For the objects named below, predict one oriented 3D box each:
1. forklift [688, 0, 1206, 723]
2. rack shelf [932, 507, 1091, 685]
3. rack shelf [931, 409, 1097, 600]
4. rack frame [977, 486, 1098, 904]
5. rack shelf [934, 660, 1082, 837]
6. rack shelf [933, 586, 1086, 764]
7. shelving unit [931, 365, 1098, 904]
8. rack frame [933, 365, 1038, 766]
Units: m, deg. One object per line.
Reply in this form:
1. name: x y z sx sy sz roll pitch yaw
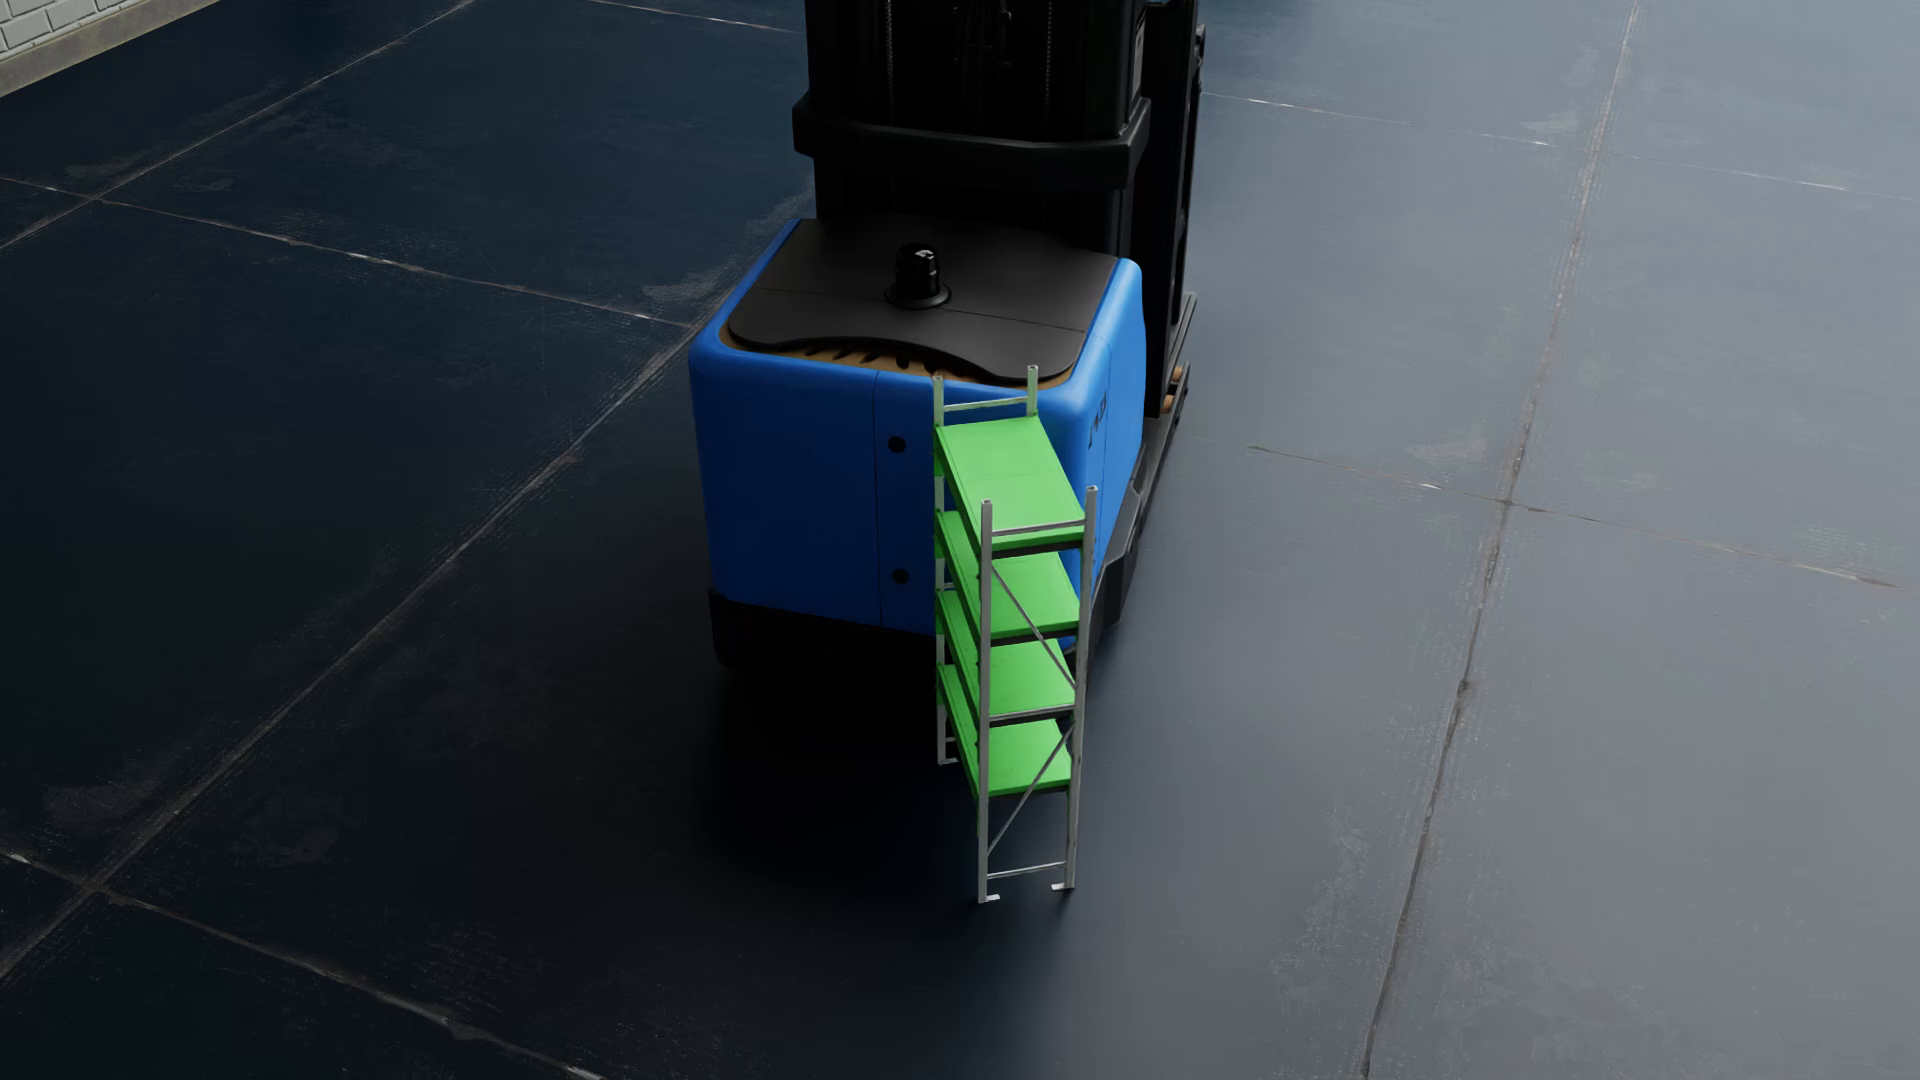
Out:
1. forklift: 0.183 -1.560 4.889 1.130 2.935 3.031 9 38 12
2. rack shelf: 0.109 0.105 3.813 0.258 0.148 0.480 -7 37 -10
3. rack shelf: 0.109 -0.087 3.670 0.258 0.148 0.480 -7 37 -10
4. rack frame: 0.161 0.389 3.728 0.240 1.200 0.015 -7 37 -10
5. rack shelf: 0.109 0.489 4.101 0.258 0.148 0.480 -7 37 -10
6. rack shelf: 0.109 0.297 3.957 0.258 0.148 0.480 -7 37 -10
7. shelving unit: 0.109 0.246 3.919 0.258 1.200 0.503 -7 37 -10
8. rack frame: 0.057 0.103 4.110 0.240 1.200 0.015 -7 37 -10
